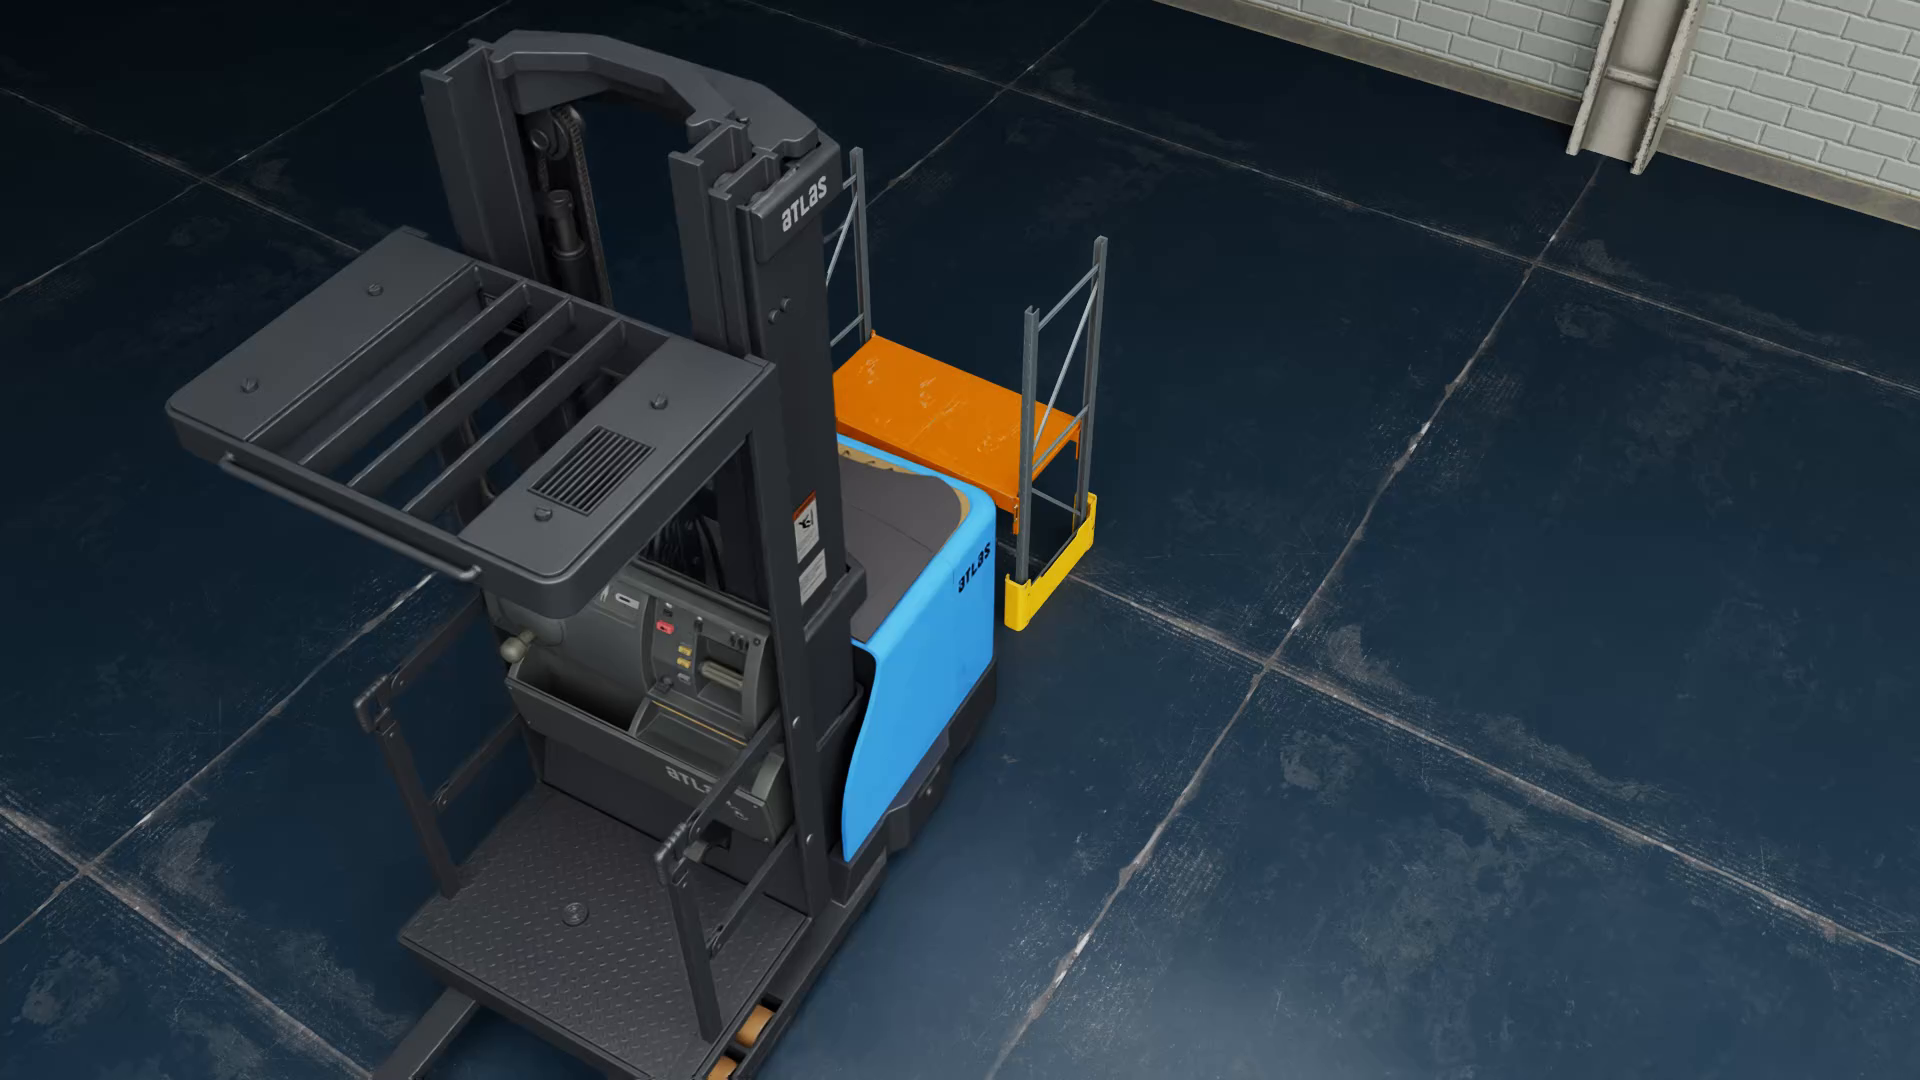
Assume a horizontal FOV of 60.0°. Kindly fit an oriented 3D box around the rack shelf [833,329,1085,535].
[{"bbox_3d":[-0.072,-0.430,6.373,1.000,0.185,0.538,25,51,22],"label":"rack shelf"}]

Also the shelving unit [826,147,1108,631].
[{"bbox_3d":[-0.064,-0.552,6.241,1.083,1.500,0.587,25,51,22],"label":"shelving unit"}]

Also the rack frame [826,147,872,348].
[{"bbox_3d":[-0.500,-0.753,6.435,0.032,1.500,0.500,25,51,22],"label":"rack frame"}]

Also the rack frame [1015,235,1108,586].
[{"bbox_3d":[0.356,-0.359,6.053,0.032,1.500,0.500,25,51,22],"label":"rack frame"}]

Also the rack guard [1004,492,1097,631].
[{"bbox_3d":[0.355,0.076,6.502,0.087,0.250,0.587,25,51,22],"label":"rack guard"}]

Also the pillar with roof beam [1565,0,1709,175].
[{"bbox_3d":[1.101,-2.588,2.990,0.400,9.000,9.100,25,51,22],"label":"pillar with roof beam"}]

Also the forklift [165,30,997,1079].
[{"bbox_3d":[-1.024,0.332,4.384,1.130,2.935,3.031,22,50,20],"label":"forklift"}]
